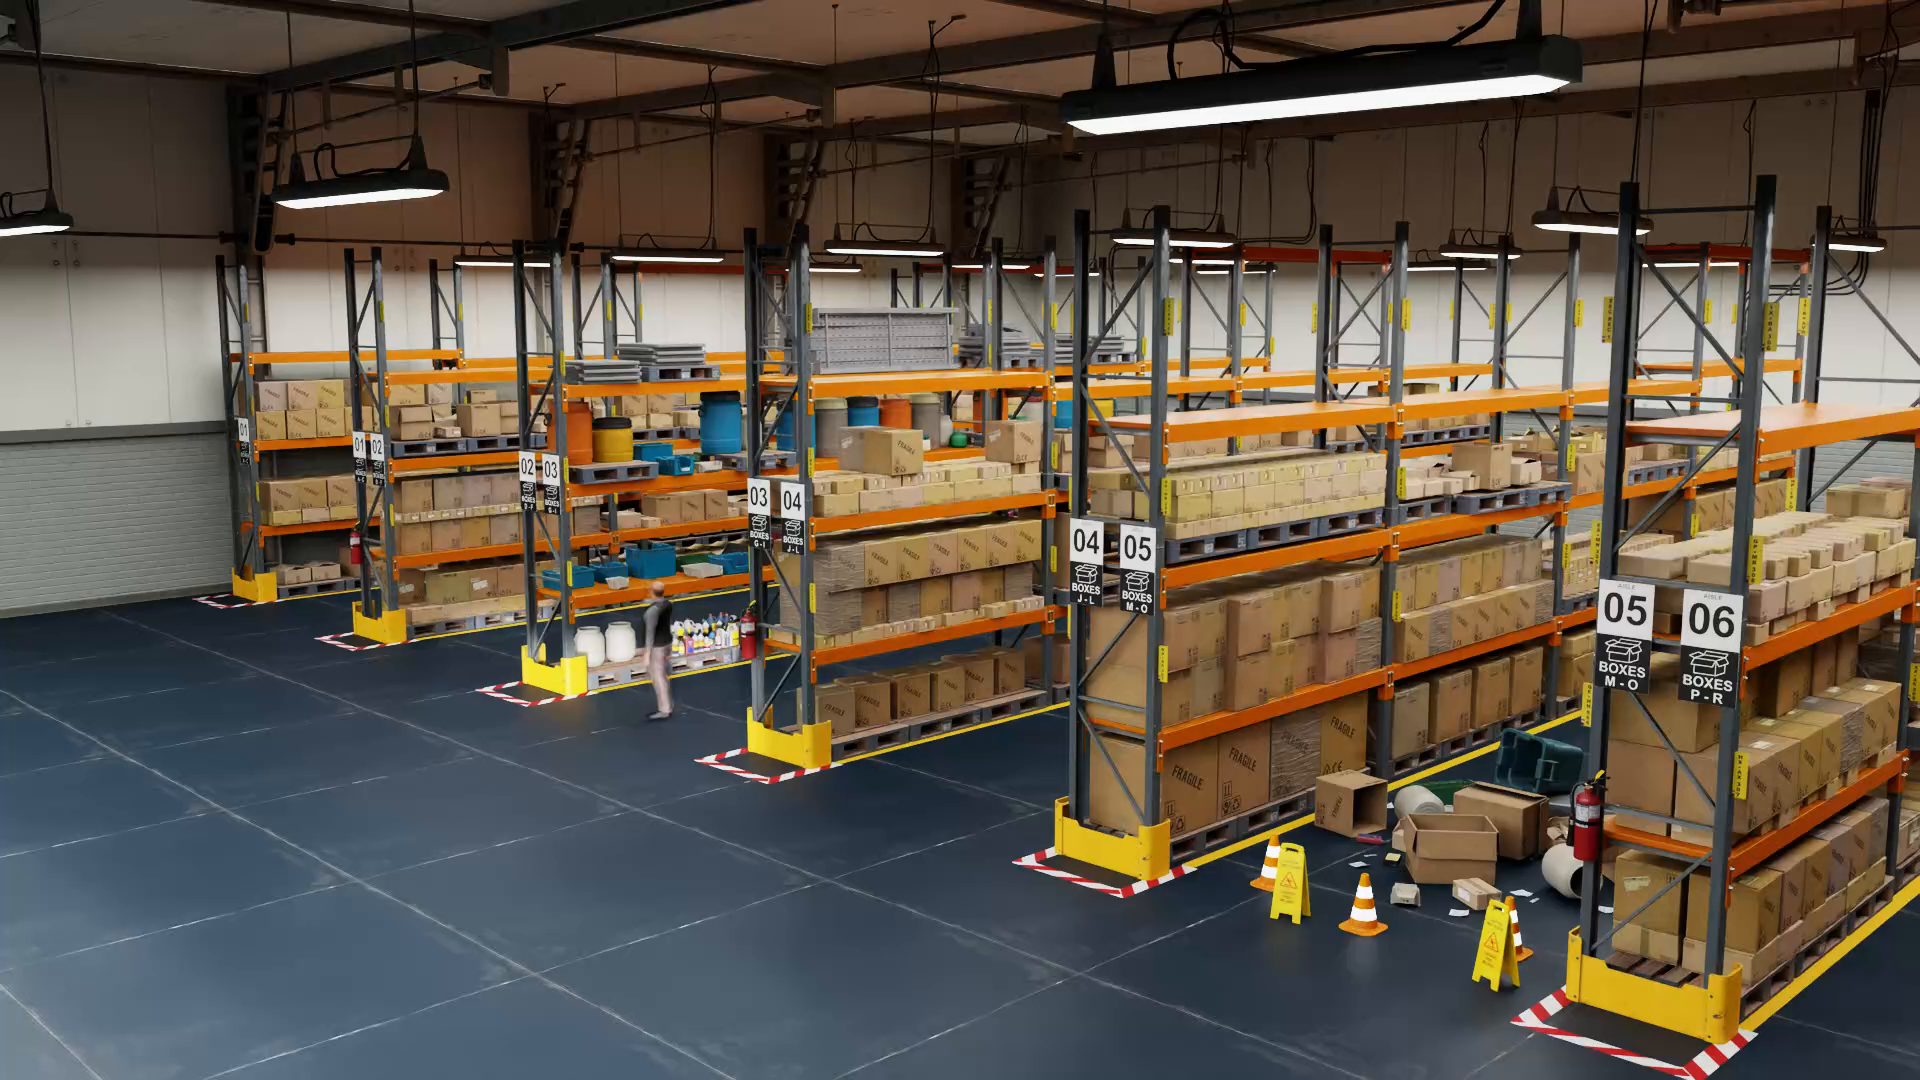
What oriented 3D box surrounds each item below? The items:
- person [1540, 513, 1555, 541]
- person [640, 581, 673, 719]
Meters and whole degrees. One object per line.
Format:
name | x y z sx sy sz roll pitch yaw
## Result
person | 10.379 0.237 29.081 0.466 1.629 0.866 6 10 35
person | -3.795 1.383 20.823 0.393 1.761 0.626 1 8 9
